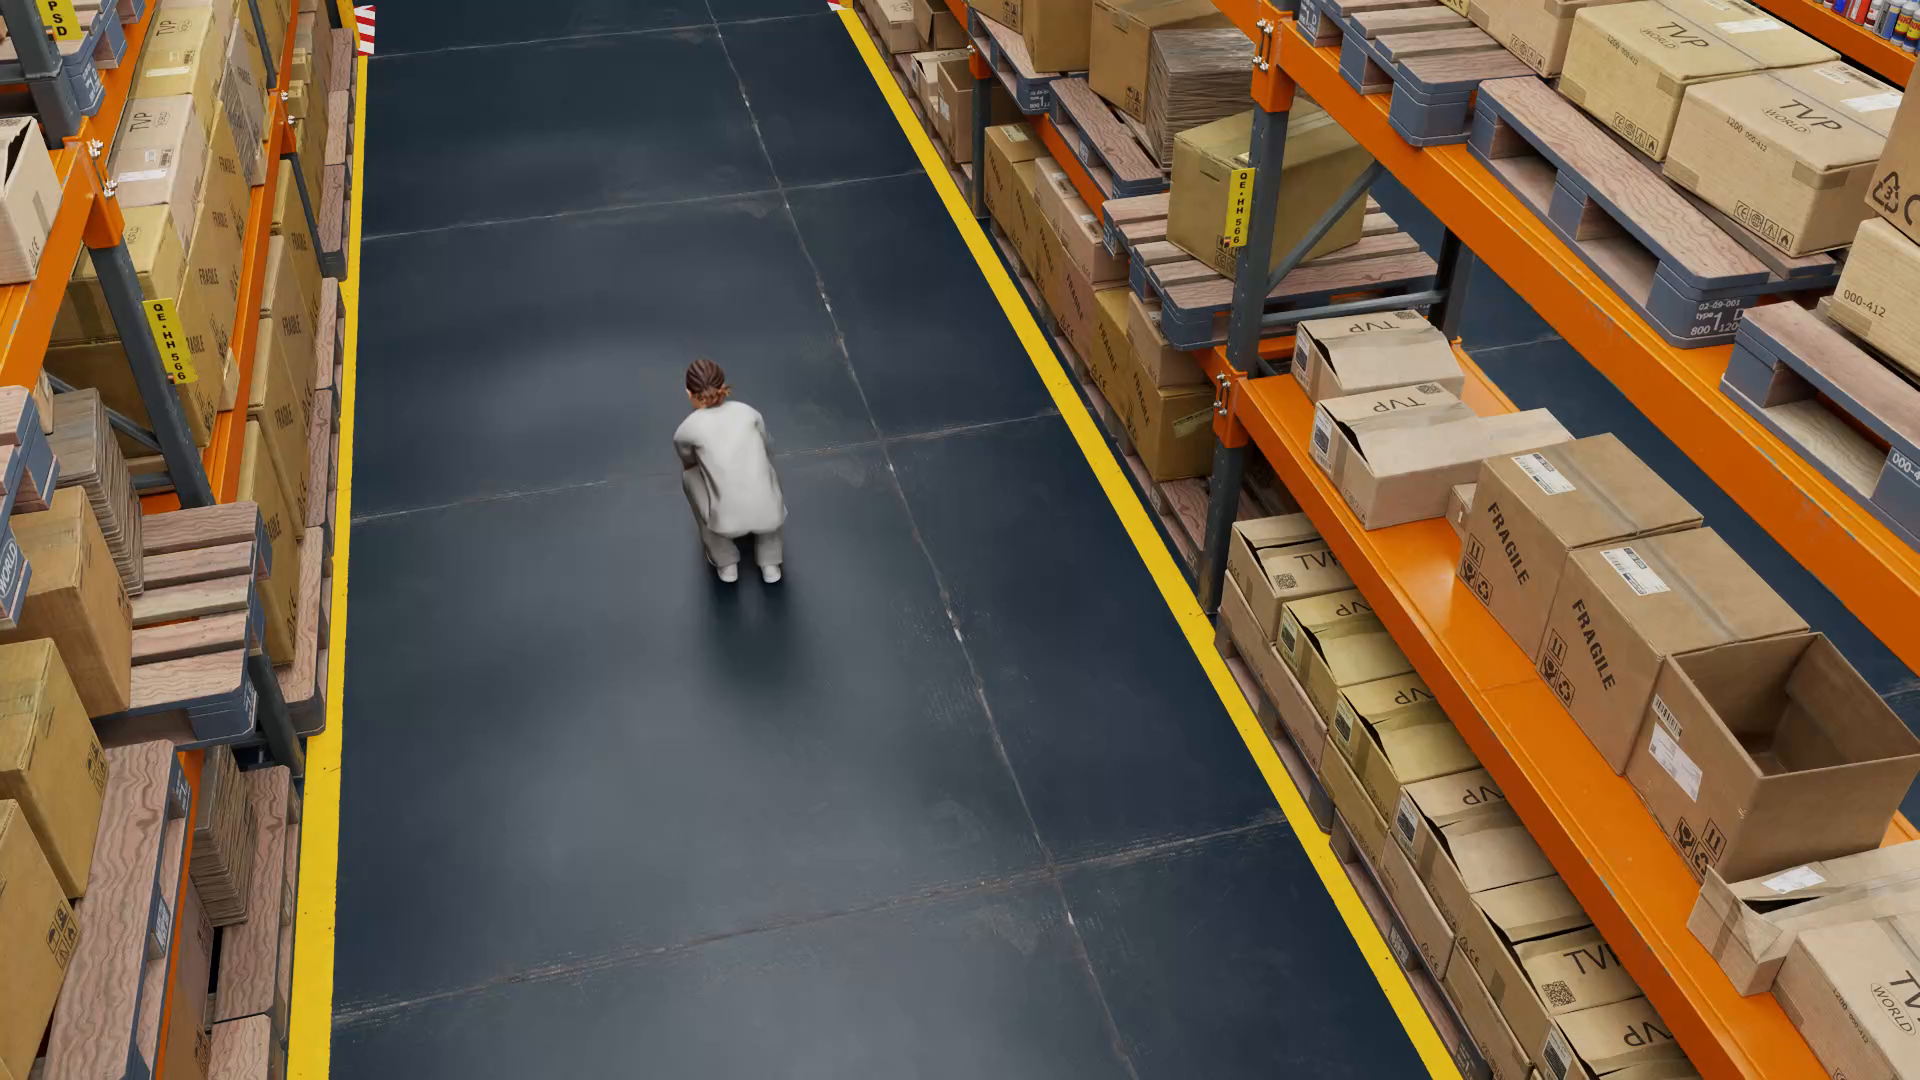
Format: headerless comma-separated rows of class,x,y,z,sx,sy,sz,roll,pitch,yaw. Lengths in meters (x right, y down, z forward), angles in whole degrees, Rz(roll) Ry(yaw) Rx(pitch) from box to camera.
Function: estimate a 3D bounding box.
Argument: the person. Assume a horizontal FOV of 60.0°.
person,-1.064,-0.316,7.701,0.468,0.958,0.798,-10,39,-13
